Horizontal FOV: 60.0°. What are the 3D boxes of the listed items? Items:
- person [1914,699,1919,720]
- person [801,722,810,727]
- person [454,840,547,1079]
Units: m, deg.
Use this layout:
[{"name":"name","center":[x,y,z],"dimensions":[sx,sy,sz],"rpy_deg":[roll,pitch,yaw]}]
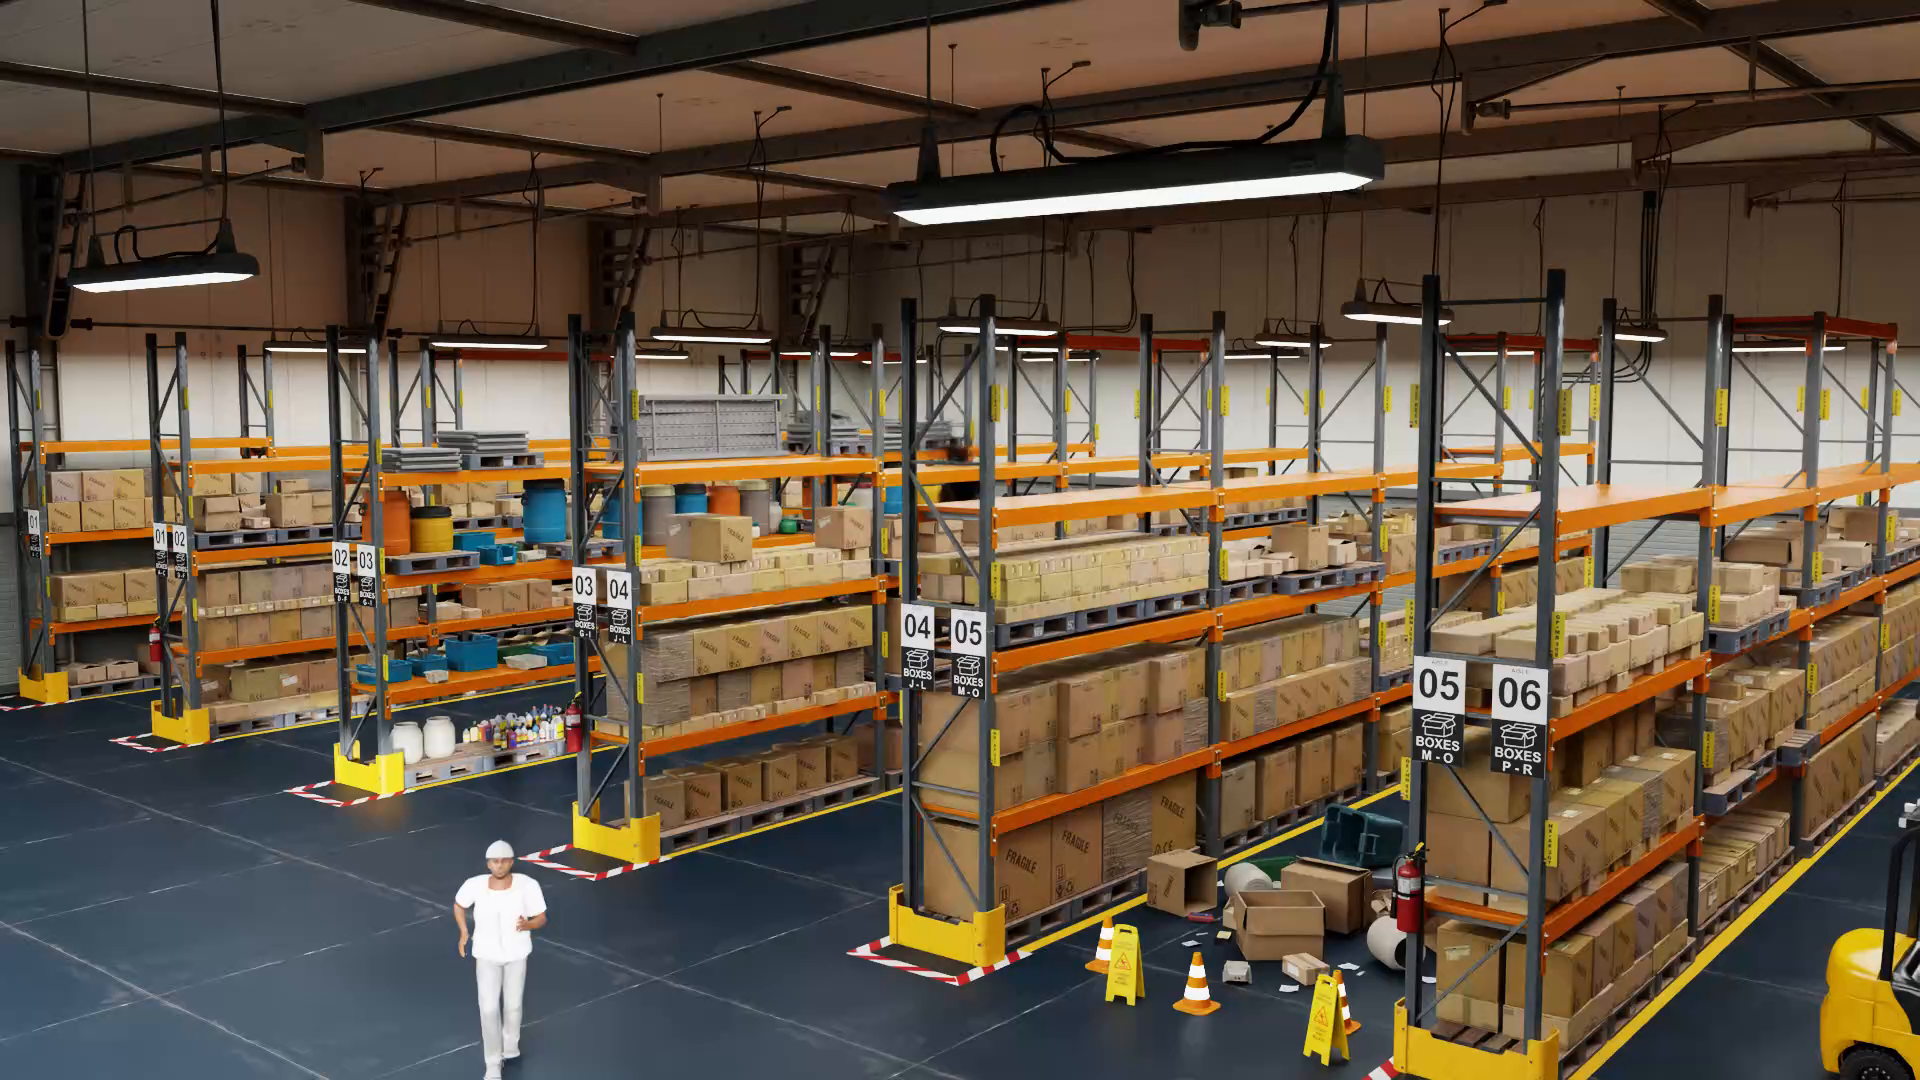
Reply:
[{"name":"person","center":[11.837,2.442,20.033],"dimensions":[0.661,1.769,0.993],"rpy_deg":[5,7,41]},{"name":"person","center":[-2.114,1.846,24.538],"dimensions":[0.601,1.779,0.650],"rpy_deg":[3,6,31]},{"name":"person","center":[-3.456,3.167,12.538],"dimensions":[0.675,1.828,0.722],"rpy_deg":[-2,5,-16]}]
